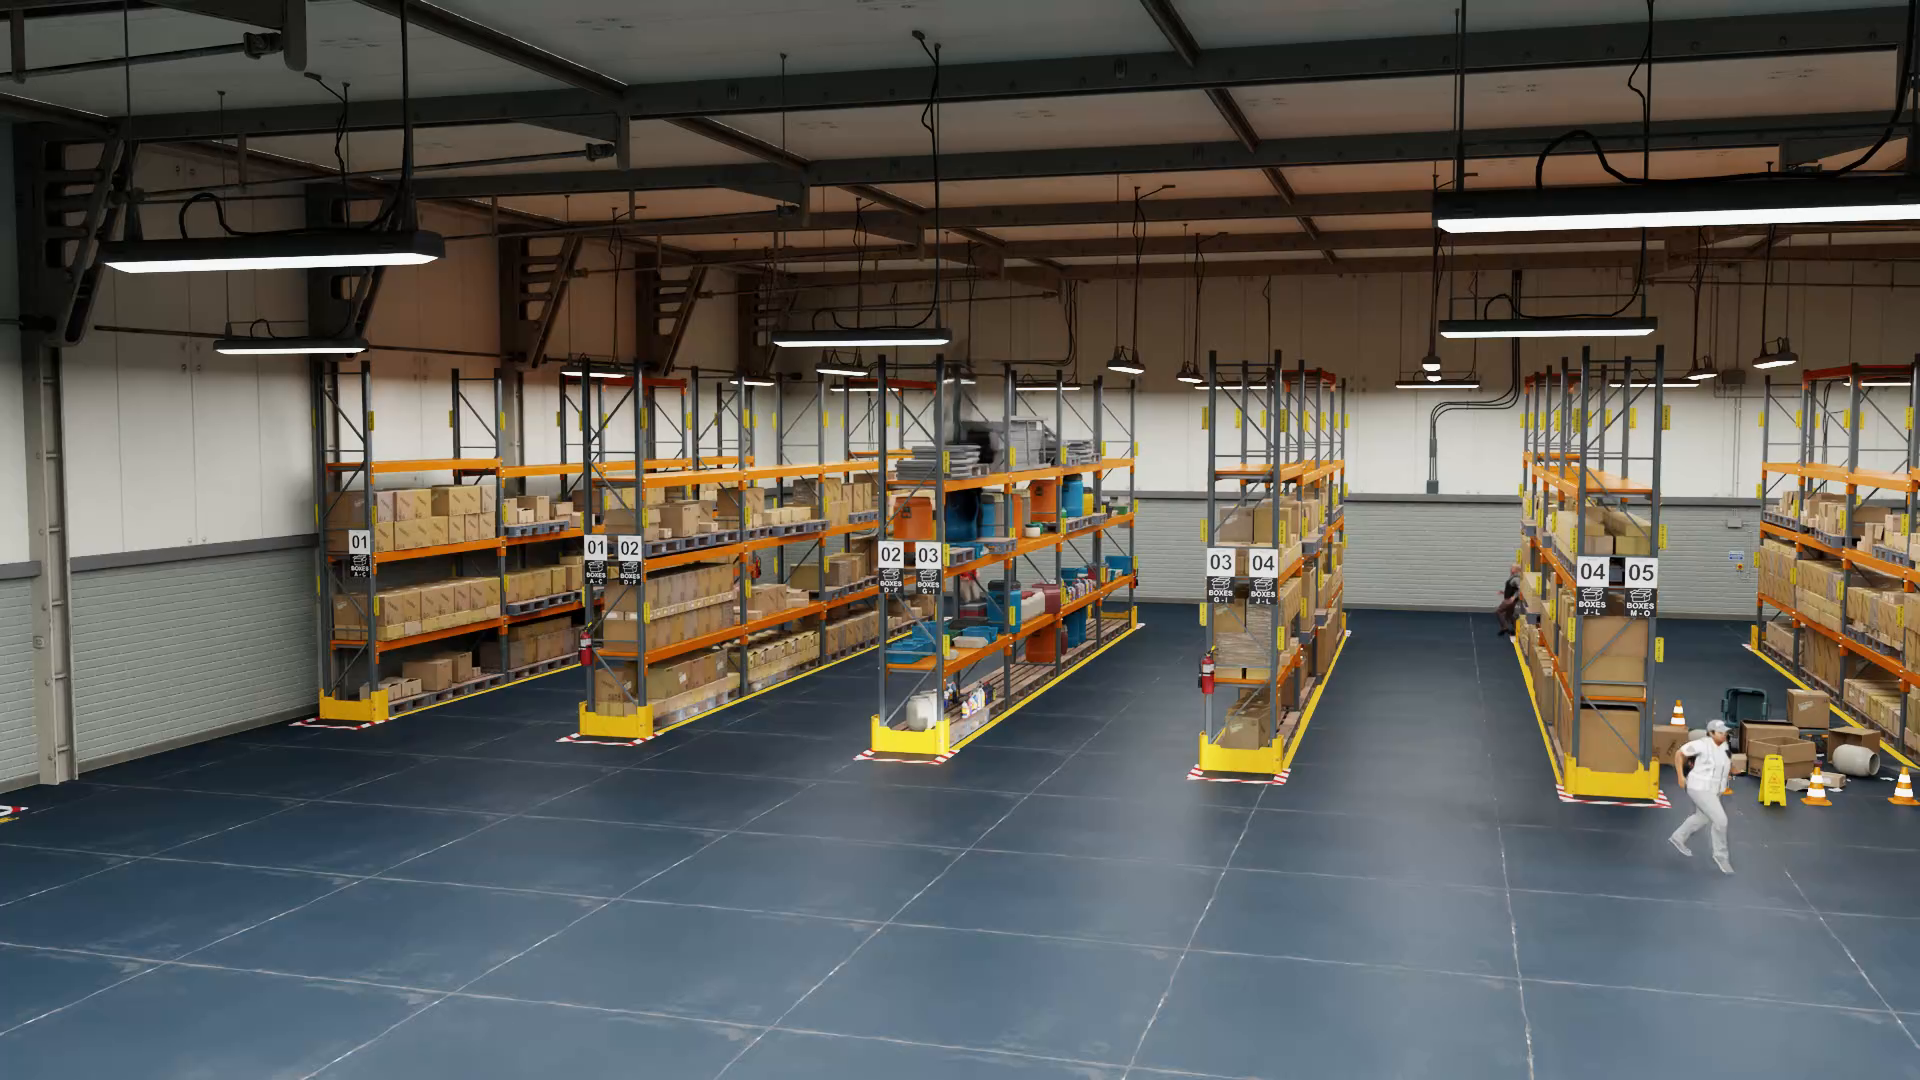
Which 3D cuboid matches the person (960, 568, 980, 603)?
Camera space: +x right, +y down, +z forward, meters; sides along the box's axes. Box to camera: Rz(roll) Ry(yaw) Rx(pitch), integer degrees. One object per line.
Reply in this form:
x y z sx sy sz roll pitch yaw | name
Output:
0.222 1.147 42.203 0.696 1.676 0.522 -2 4 -22 | person

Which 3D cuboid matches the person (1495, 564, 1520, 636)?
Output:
12.804 1.412 38.774 0.630 1.717 0.702 2 4 21 | person

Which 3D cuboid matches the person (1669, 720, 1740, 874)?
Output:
8.377 2.851 18.739 0.627 1.709 0.859 -2 5 -29 | person

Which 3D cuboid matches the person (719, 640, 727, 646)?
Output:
-5.004 1.628 34.735 0.632 1.824 0.705 1 4 9 | person

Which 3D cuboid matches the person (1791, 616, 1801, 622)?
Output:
18.820 1.497 37.146 0.753 1.740 0.859 -3 5 -37 | person
